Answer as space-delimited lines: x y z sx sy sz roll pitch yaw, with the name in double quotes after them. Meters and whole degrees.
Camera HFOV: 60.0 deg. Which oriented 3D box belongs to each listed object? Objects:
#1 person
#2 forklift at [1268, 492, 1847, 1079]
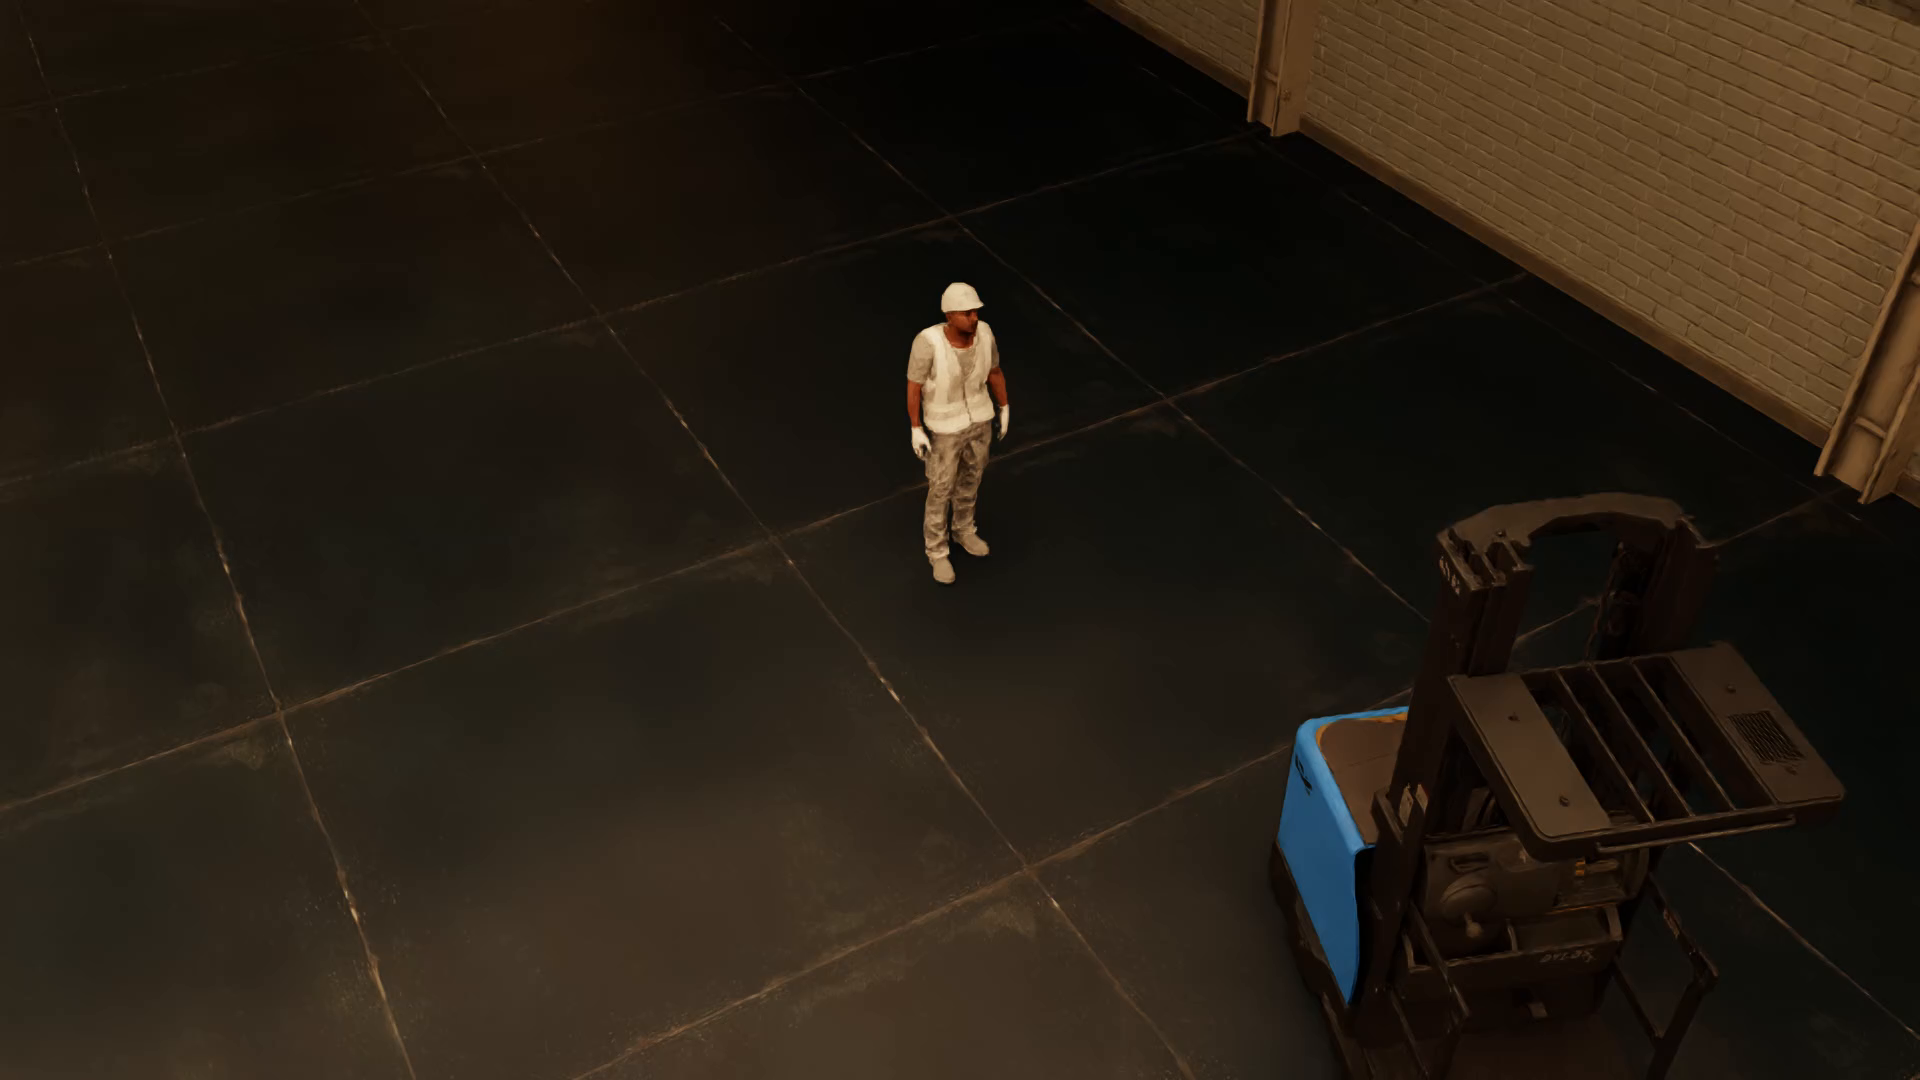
0.029 -0.649 9.707 0.655 1.782 0.576 -20 44 -23 "person"
2.297 1.400 6.349 1.130 2.935 3.031 -7 40 -8 "forklift"
